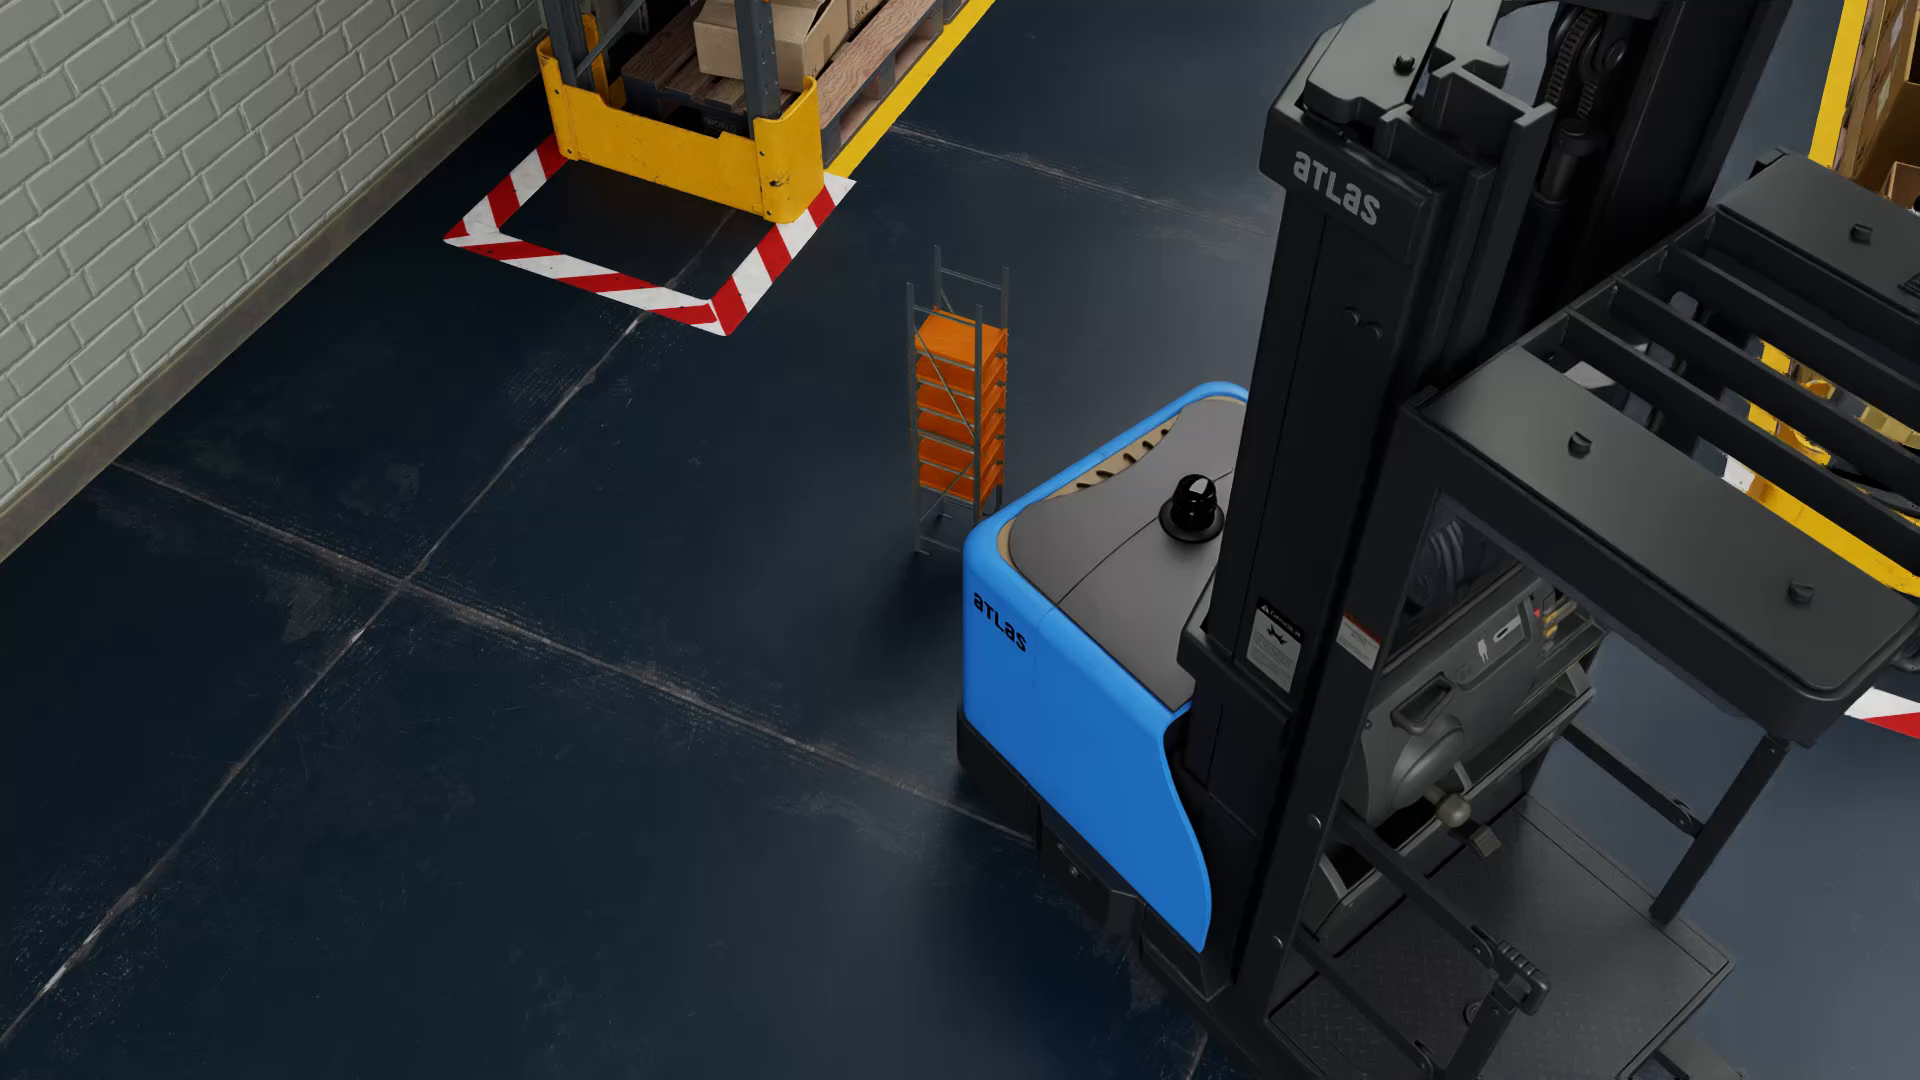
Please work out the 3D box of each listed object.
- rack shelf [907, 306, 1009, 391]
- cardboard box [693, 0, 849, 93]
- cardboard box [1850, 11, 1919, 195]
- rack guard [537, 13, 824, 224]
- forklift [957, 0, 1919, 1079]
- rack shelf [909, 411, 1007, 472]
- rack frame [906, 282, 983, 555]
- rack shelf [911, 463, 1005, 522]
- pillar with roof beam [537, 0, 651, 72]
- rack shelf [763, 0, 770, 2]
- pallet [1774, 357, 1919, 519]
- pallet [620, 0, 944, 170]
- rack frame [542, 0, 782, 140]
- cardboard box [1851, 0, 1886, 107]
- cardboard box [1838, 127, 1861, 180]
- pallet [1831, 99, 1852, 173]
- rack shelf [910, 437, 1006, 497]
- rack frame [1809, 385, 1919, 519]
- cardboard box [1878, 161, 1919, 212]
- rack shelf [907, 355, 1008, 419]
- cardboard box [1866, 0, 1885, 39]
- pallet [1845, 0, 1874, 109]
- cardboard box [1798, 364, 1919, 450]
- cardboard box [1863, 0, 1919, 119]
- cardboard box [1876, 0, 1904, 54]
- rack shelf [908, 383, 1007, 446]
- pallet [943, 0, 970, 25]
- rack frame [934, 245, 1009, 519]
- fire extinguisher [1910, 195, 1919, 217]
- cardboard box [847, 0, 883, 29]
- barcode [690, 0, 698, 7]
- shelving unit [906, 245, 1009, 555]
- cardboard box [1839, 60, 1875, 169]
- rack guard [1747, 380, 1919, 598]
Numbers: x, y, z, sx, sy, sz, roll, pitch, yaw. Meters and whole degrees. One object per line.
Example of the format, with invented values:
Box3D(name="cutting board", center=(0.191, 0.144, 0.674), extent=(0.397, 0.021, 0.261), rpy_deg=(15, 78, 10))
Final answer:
Box3D(name="rack shelf", center=(-0.006, -0.583, 5.044), extent=(0.258, 0.103, 0.180), rpy_deg=(20, 52, 16))
Box3D(name="cardboard box", center=(-0.809, -2.234, 7.158), extent=(0.500, 0.311, 0.500), rpy_deg=(14, 51, 12))
Box3D(name="cardboard box", center=(3.669, -1.554, 6.140), extent=(0.500, 0.500, 0.500), rpy_deg=(20, 52, 16))
Box3D(name="rack guard", center=(-1.153, -1.758, 6.918), extent=(1.175, 0.500, 0.348), rpy_deg=(20, 52, 16))
Box3D(name="forklift", center=(1.317, 0.366, 3.514), extent=(1.130, 2.935, 3.031), rpy_deg=(-32, 57, -24))
Box3D(name="rack shelf", center=(-0.006, -0.350, 5.318), extent=(0.258, 0.103, 0.180), rpy_deg=(20, 52, 16))
Box3D(name="rack frame", center=(-0.045, -0.316, 5.231), extent=(0.240, 1.200, 0.006), rpy_deg=(20, 52, 16))
Box3D(name="rack shelf", center=(-0.006, -0.195, 5.501), extent=(0.258, 0.103, 0.180), rpy_deg=(20, 52, 16))
Box3D(name="pillar with roof beam", center=(2.223, -3.823, 3.094), extent=(9.100, 9.000, 0.400), rpy_deg=(20, 52, 16))
Box3D(name="rack shelf", center=(-0.331, -3.660, 7.367), extent=(1.077, 0.370, 4.000), rpy_deg=(20, 52, 16))
Box3D(name="pallet", center=(3.583, -0.543, 6.073), extent=(1.003, 0.211, 1.213), rpy_deg=(20, 52, 16))
Box3D(name="pallet", center=(-0.774, -2.212, 7.494), extent=(1.003, 0.211, 1.213), rpy_deg=(20, 52, 16))
Box3D(name="rack frame", center=(-1.186, -2.516, 5.921), extent=(1.000, 3.000, 0.127), rpy_deg=(20, 52, 16))
Box3D(name="cardboard box", center=(4.095, -2.000, 7.012), extent=(0.500, 0.250, 0.500), rpy_deg=(20, 52, 16))
Box3D(name="cardboard box", center=(3.671, -1.310, 6.425), extent=(0.500, 0.250, 0.500), rpy_deg=(20, 52, 16))
Box3D(name="pallet", center=(4.106, -1.380, 6.786), extent=(1.003, 0.211, 1.213), rpy_deg=(20, 52, 16))
Box3D(name="rack shelf", center=(-0.006, -0.272, 5.410), extent=(0.258, 0.103, 0.180), rpy_deg=(20, 52, 16))
Box3D(name="rack frame", center=(3.295, -0.906, 4.552), extent=(1.000, 3.000, 0.127), rpy_deg=(20, 52, 16))
Box3D(name="cardboard box", center=(3.255, -0.861, 5.550), extent=(0.500, 0.500, 0.500), rpy_deg=(20, 52, 16))
Box3D(name="rack shelf", center=(-0.006, -0.506, 5.136), extent=(0.258, 0.103, 0.180), rpy_deg=(20, 52, 16))
Box3D(name="cardboard box", center=(4.313, -2.343, 7.303), extent=(0.500, 0.250, 0.500), rpy_deg=(20, 52, 16))
Box3D(name="pallet", center=(4.626, -2.223, 7.503), extent=(1.003, 0.211, 1.213), rpy_deg=(20, 52, 16))
Box3D(name="cardboard box", center=(3.257, -0.617, 5.835), extent=(0.500, 0.250, 0.500), rpy_deg=(20, 52, 16))
Box3D(name="cardboard box", center=(3.883, -1.898, 6.433), extent=(0.500, 0.500, 0.500), rpy_deg=(20, 52, 16))
Box3D(name="cardboard box", center=(4.095, -2.243, 6.726), extent=(0.500, 0.500, 0.500), rpy_deg=(20, 52, 16))
Box3D(name="rack shelf", center=(-0.006, -0.428, 5.227), extent=(0.258, 0.103, 0.180), rpy_deg=(20, 52, 16))
Box3D(name="pallet", center=(-0.252, -3.049, 8.206), extent=(1.003, 0.211, 1.213), rpy_deg=(20, 52, 16))
Box3D(name="rack frame", center=(0.033, -0.442, 5.338), extent=(0.240, 1.200, 0.006), rpy_deg=(20, 52, 16))
Box3D(name="fire extinguisher", center=(2.824, -0.951, 4.641), extent=(0.296, 0.674, 0.183), rpy_deg=(20, 52, 16))
Box3D(name="cardboard box", center=(-0.565, -2.627, 7.492), extent=(0.500, 0.311, 0.500), rpy_deg=(24, 54, 19))
Box3D(name="barcode", center=(-1.163, -2.380, 7.276), extent=(0.001, 0.075, 0.075), rpy_deg=(20, 52, 16))
Box3D(name="shelving unit", center=(-0.006, -0.379, 5.285), extent=(0.258, 1.200, 0.189), rpy_deg=(20, 52, 16))
Box3D(name="cardboard box", center=(3.887, -1.654, 6.717), extent=(0.500, 0.250, 0.500), rpy_deg=(20, 52, 16))
Box3D(name="rack guard", center=(3.284, -0.080, 5.490), extent=(1.175, 0.500, 0.348), rpy_deg=(20, 52, 16))
